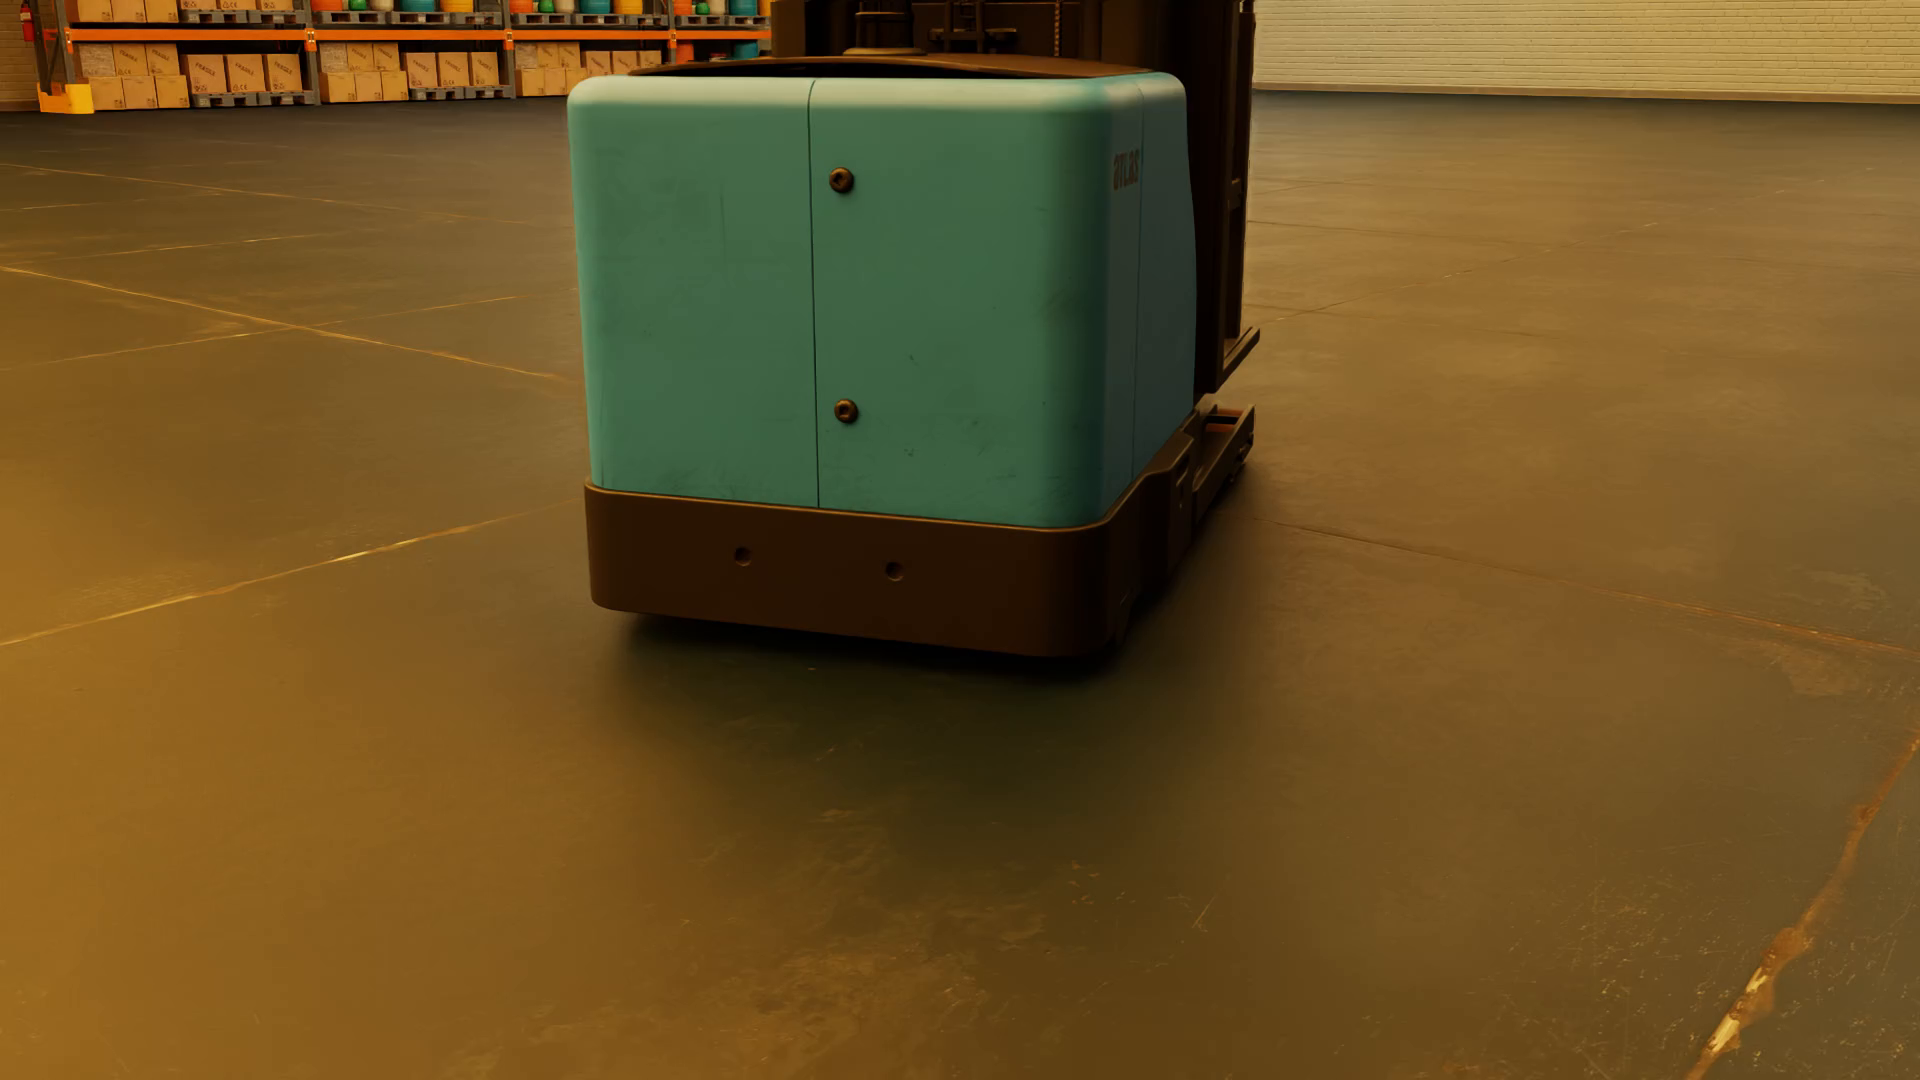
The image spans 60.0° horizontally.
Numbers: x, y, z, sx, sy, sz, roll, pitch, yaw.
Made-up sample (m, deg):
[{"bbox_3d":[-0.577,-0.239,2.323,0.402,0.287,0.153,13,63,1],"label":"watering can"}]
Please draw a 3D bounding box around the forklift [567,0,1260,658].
[{"bbox_3d":[0.189,-1.578,4.095,1.130,2.935,3.031,5,18,17],"label":"forklift"}]
